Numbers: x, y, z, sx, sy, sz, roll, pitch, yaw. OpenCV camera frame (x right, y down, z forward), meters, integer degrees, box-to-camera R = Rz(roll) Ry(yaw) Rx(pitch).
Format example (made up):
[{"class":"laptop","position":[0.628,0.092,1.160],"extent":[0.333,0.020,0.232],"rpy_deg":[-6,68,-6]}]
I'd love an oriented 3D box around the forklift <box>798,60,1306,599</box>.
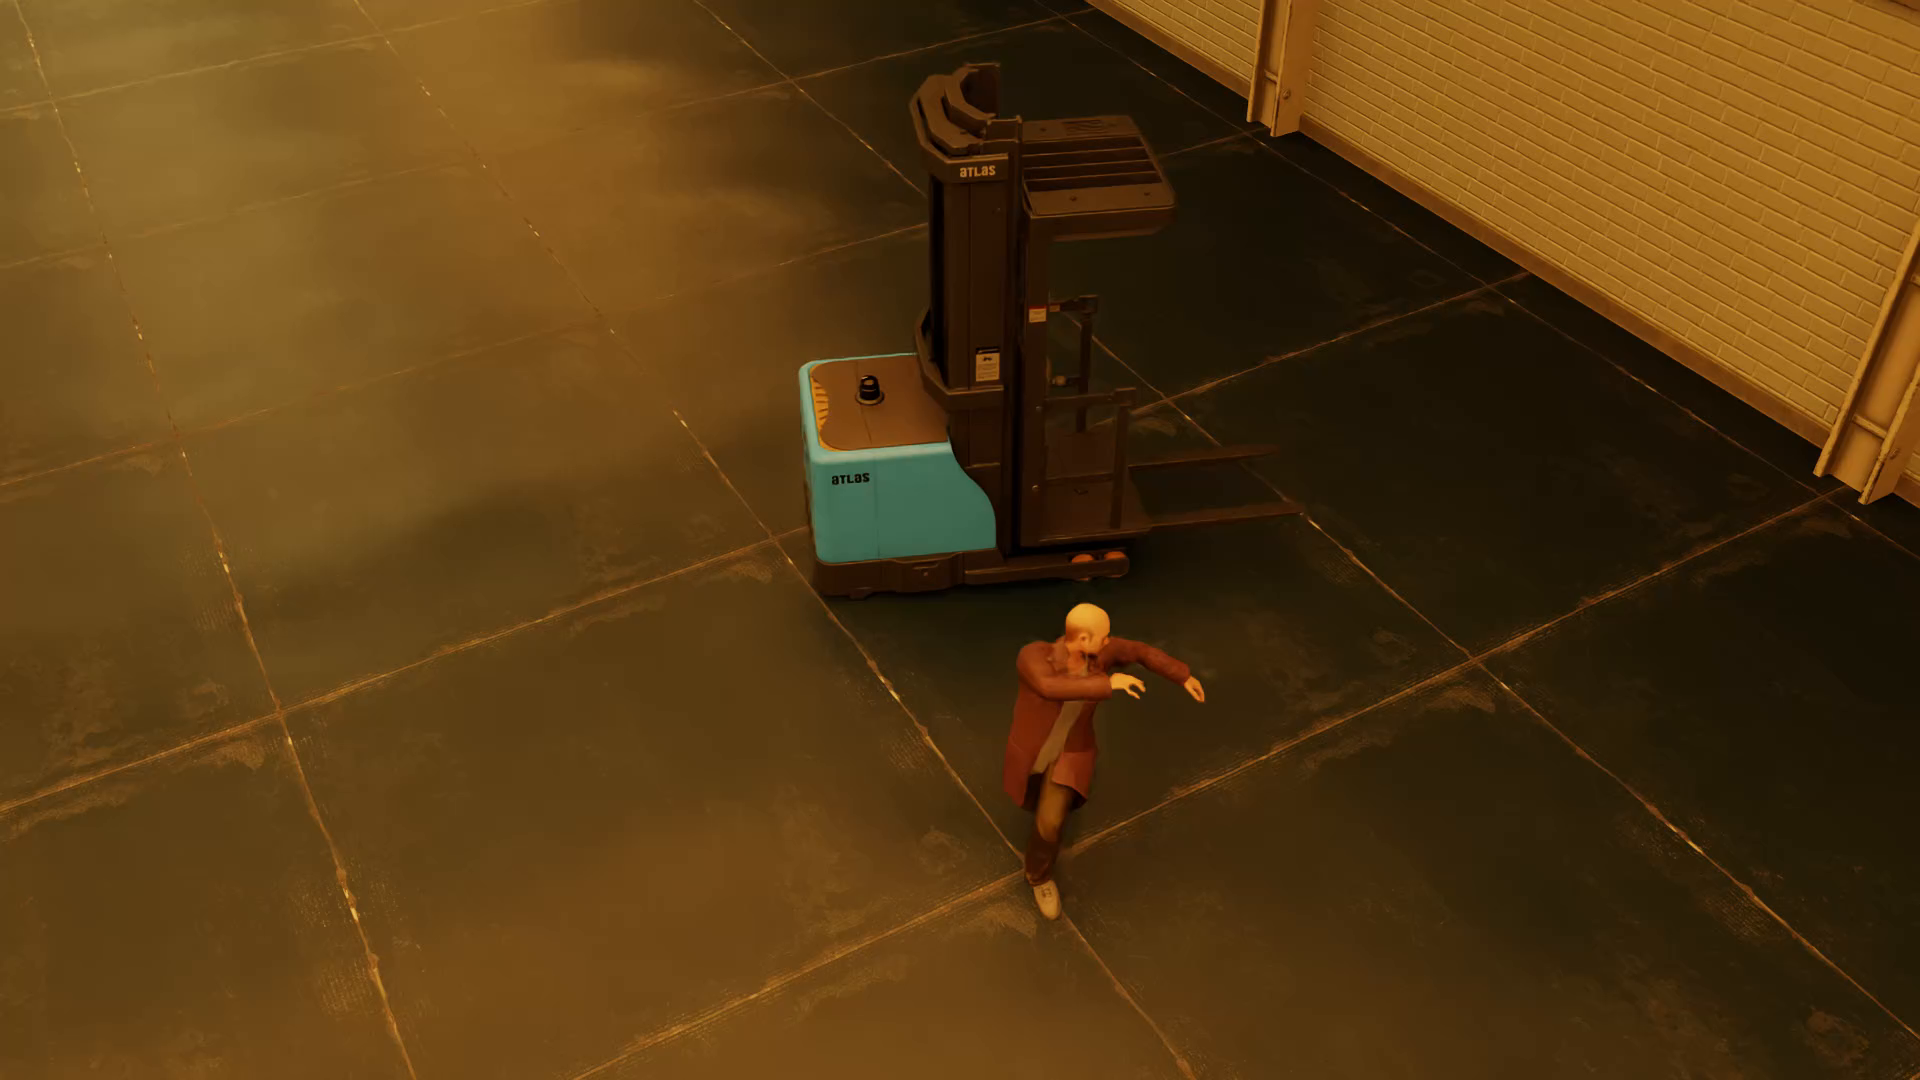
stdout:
[{"class":"forklift","position":[0.581,-1.209,9.494],"extent":[3.031,2.935,1.130],"rpy_deg":[-6,40,-7]}]

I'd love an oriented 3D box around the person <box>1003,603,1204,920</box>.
[{"class":"person","position":[0.685,0.979,8.006],"extent":[0.963,1.473,1.046],"rpy_deg":[5,40,6]}]
